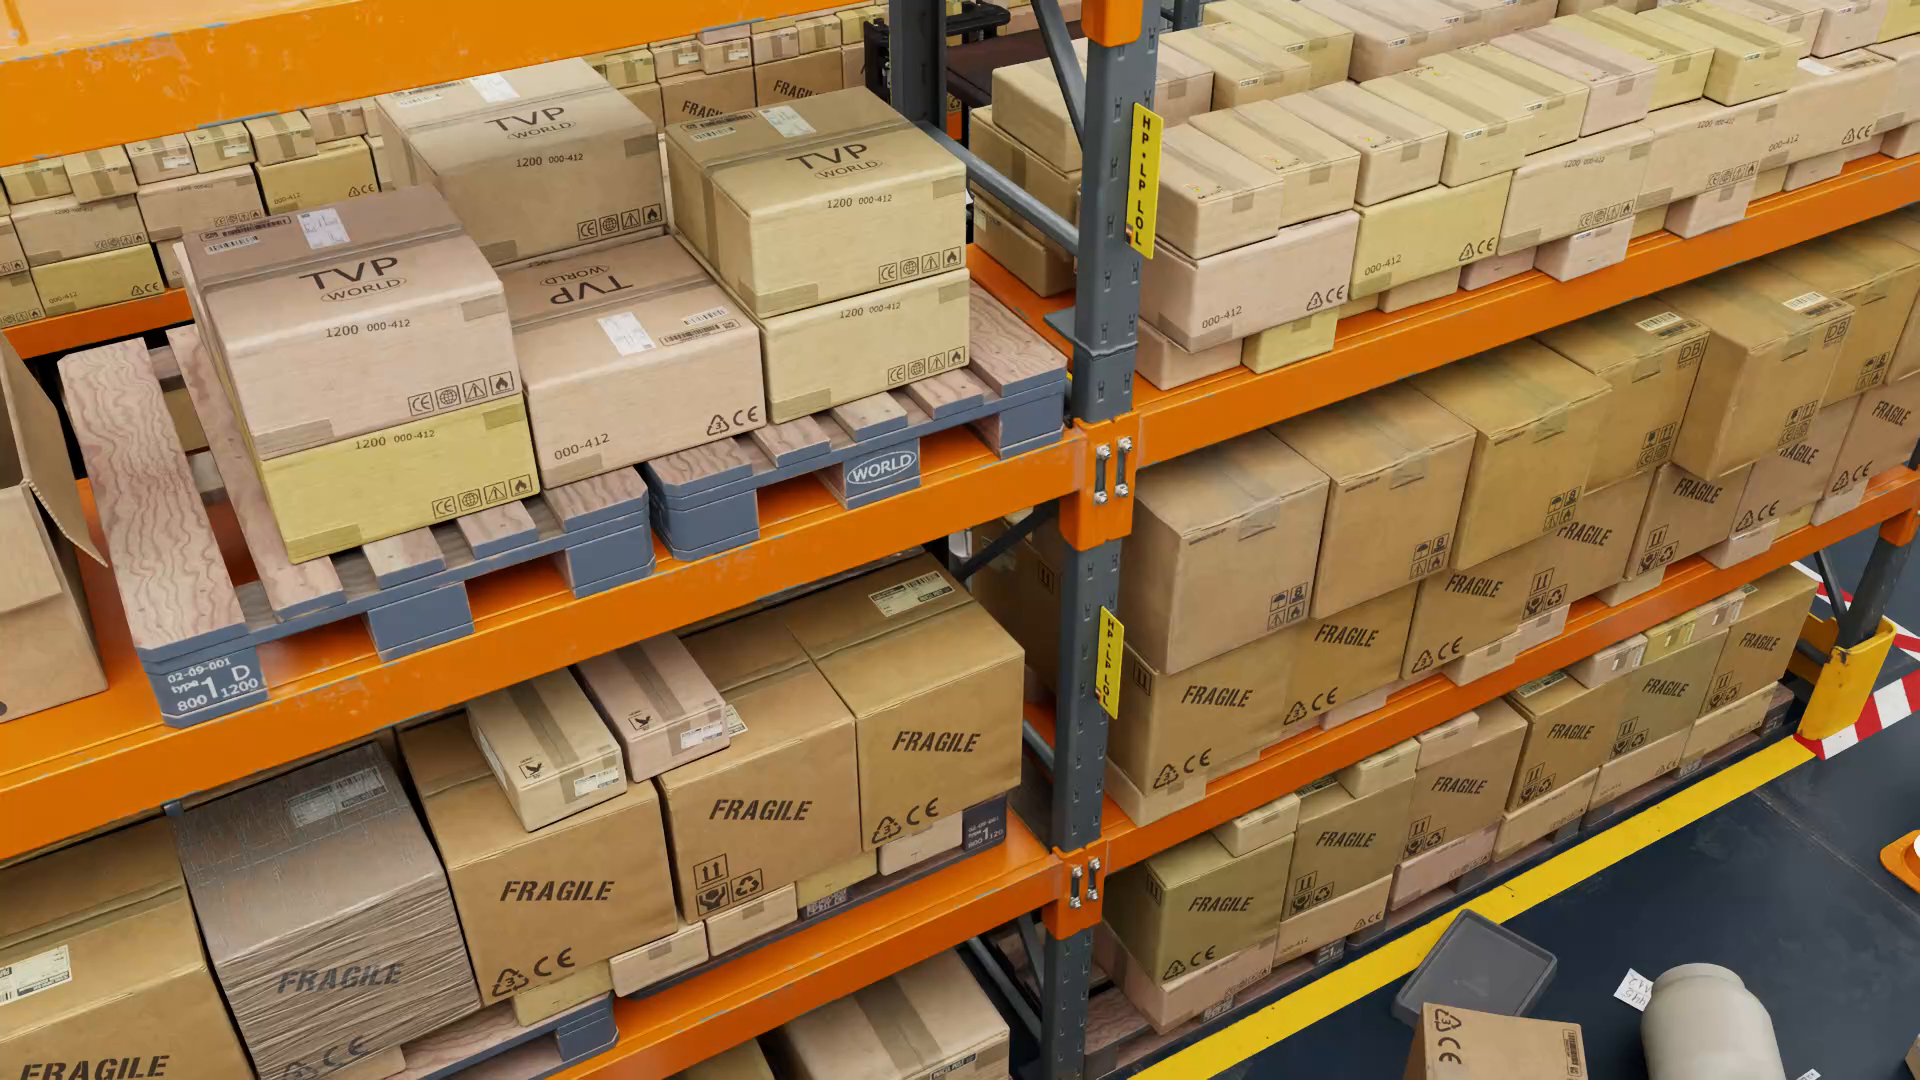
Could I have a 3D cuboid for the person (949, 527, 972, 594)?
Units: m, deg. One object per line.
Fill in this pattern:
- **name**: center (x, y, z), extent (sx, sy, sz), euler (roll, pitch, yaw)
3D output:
- **person**: center (0.068, 0.002, 6.901), extent (0.392, 1.674, 0.550), euler (-26, 44, -30)
